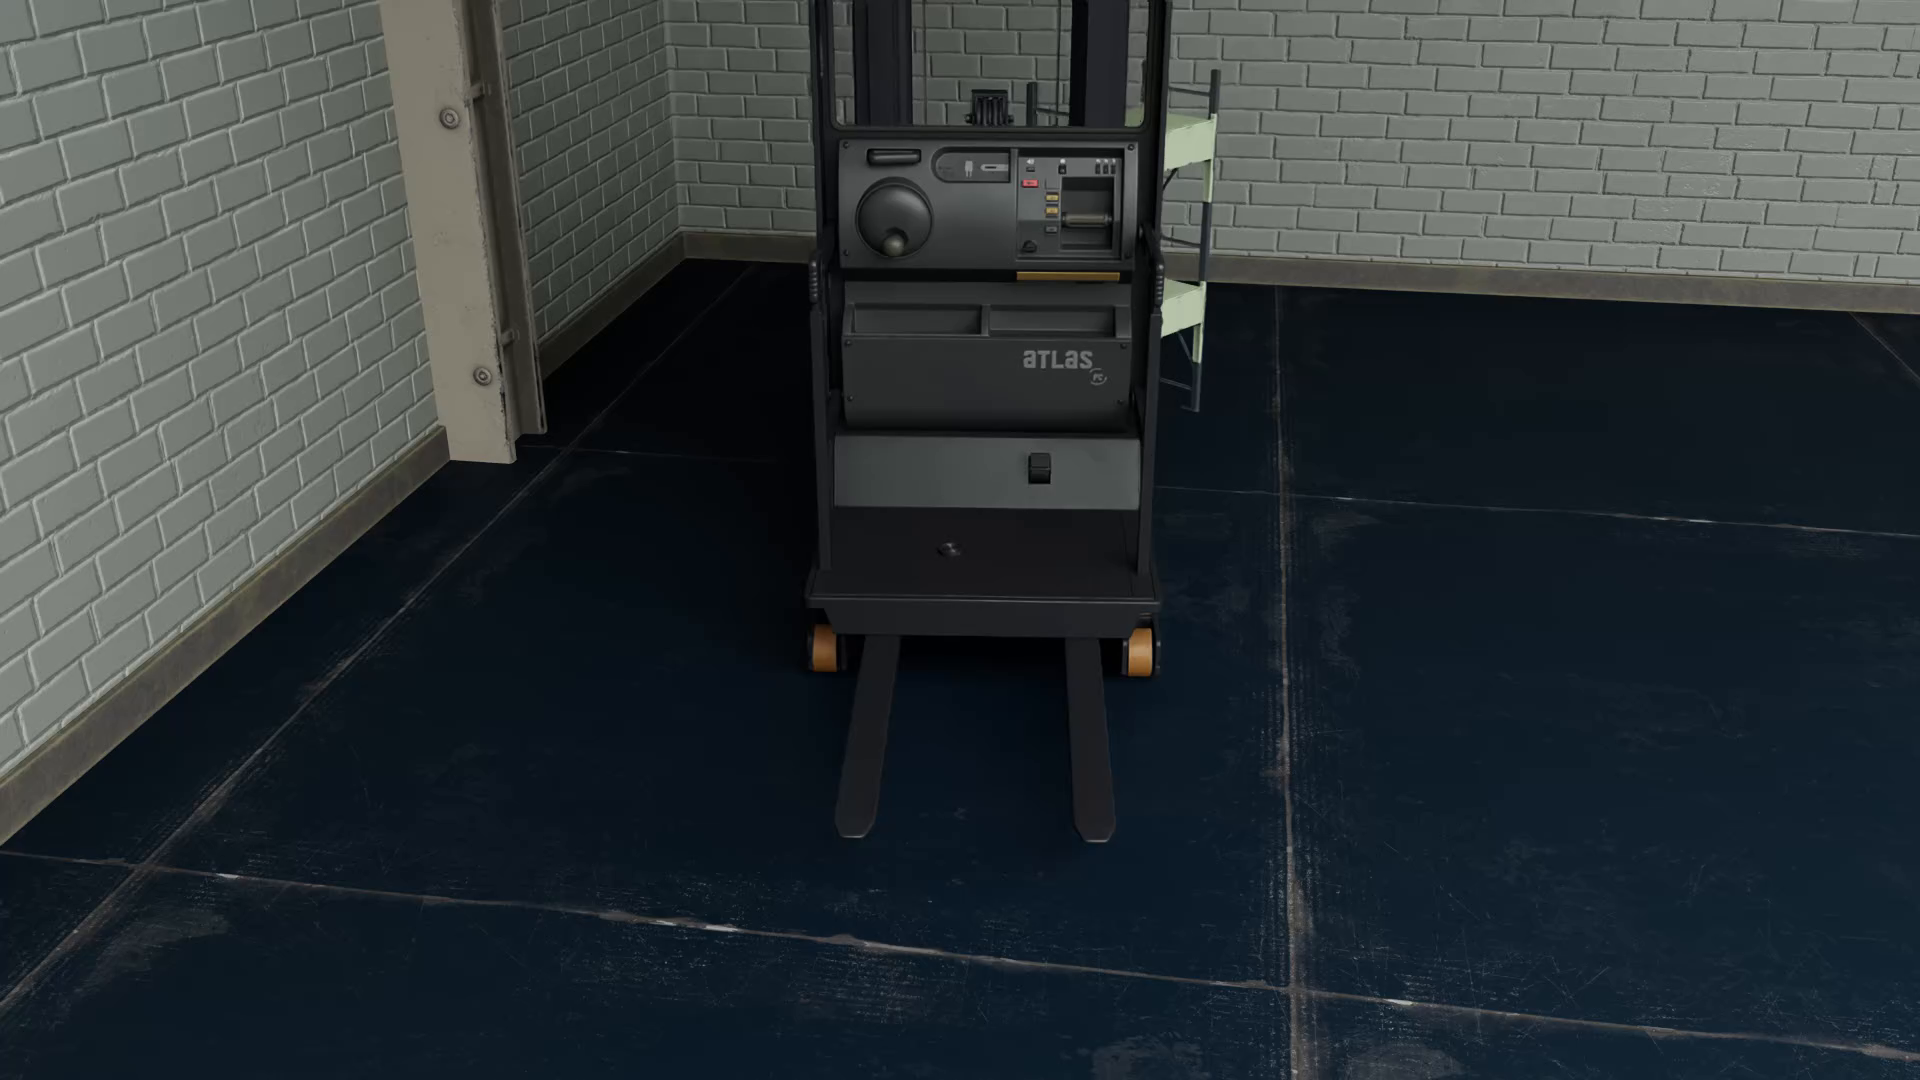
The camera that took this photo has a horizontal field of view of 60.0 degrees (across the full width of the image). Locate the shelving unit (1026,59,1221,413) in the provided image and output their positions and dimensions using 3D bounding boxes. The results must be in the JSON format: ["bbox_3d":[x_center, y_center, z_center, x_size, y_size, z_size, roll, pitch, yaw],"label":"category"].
[{"bbox_3d":[0.671,-1.200,7.044,0.431,1.500,0.755,22,33,39],"label":"shelving unit"}]

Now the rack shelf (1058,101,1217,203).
[{"bbox_3d":[0.671,-1.553,6.878,0.431,0.370,0.720,22,33,39],"label":"rack shelf"}]

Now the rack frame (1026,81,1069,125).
[{"bbox_3d":[0.417,-1.088,6.804,0.400,1.500,0.023,22,33,39],"label":"rack frame"}]

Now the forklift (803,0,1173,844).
[{"bbox_3d":[0.082,-1.023,4.979,1.130,2.935,3.031,1,25,2],"label":"forklift"}]

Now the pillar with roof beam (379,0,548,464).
[{"bbox_3d":[2.259,-4.189,4.584,9.100,9.000,0.400,4,25,9],"label":"pillar with roof beam"}]

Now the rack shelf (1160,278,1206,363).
[{"bbox_3d":[0.671,-0.904,7.182,0.431,0.370,0.720,22,33,39],"label":"rack shelf"}]

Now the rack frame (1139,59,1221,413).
[{"bbox_3d":[0.924,-1.312,7.283,0.400,1.500,0.023,22,33,39],"label":"rack frame"}]
